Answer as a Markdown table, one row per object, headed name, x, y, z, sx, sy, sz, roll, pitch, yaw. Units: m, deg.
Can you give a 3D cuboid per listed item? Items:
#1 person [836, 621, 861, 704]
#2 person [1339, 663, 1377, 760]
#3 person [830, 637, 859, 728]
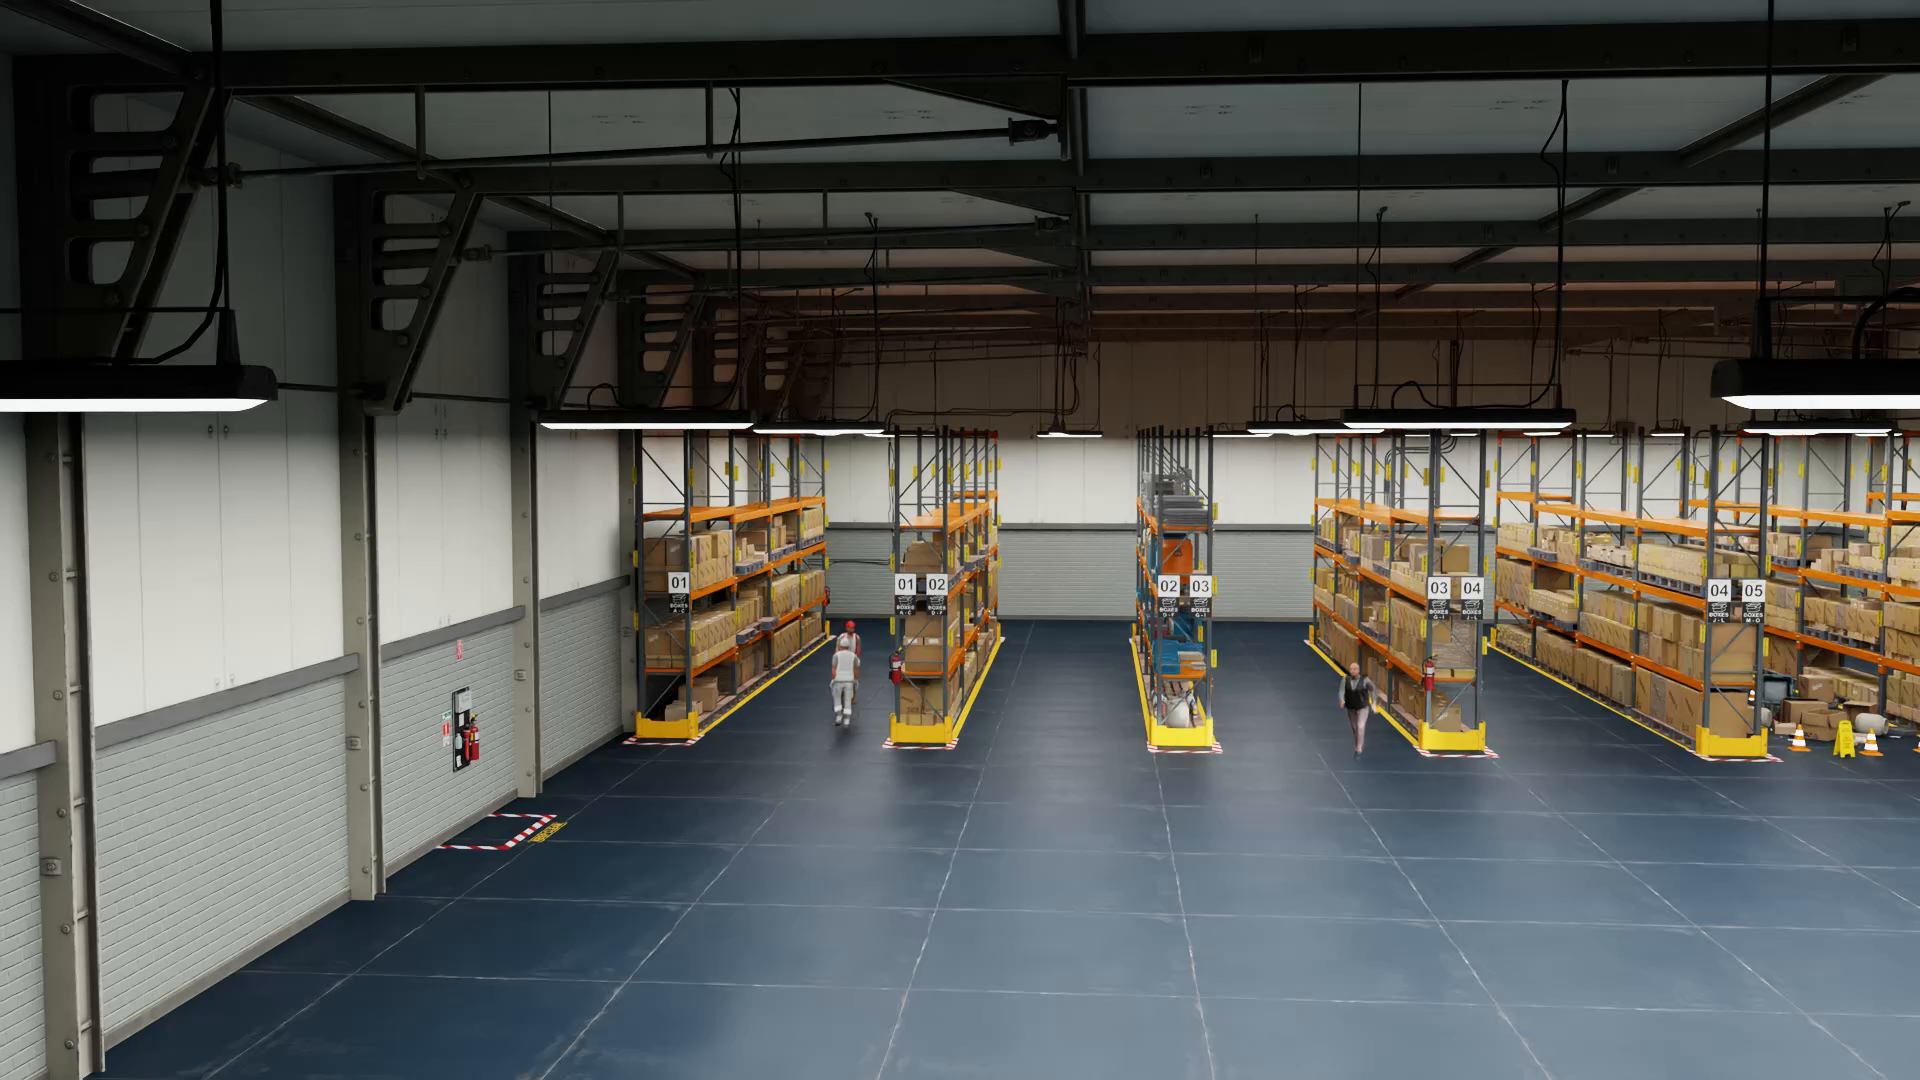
| name | x | y | z | sx | sy | sz | roll | pitch | yaw |
| --- | --- | --- | --- | --- | --- | --- | --- | --- | --- |
| person | -2.441 | 2.664 | 36.386 | 0.632 | 1.782 | 0.808 | -1 | 4 | -20 |
| person | 7.219 | 3.069 | 30.223 | 0.625 | 1.693 | 0.947 | 2 | 4 | 35 |
| person | -2.301 | 2.850 | 33.105 | 0.588 | 1.808 | 0.536 | -1 | 3 | -11 |
